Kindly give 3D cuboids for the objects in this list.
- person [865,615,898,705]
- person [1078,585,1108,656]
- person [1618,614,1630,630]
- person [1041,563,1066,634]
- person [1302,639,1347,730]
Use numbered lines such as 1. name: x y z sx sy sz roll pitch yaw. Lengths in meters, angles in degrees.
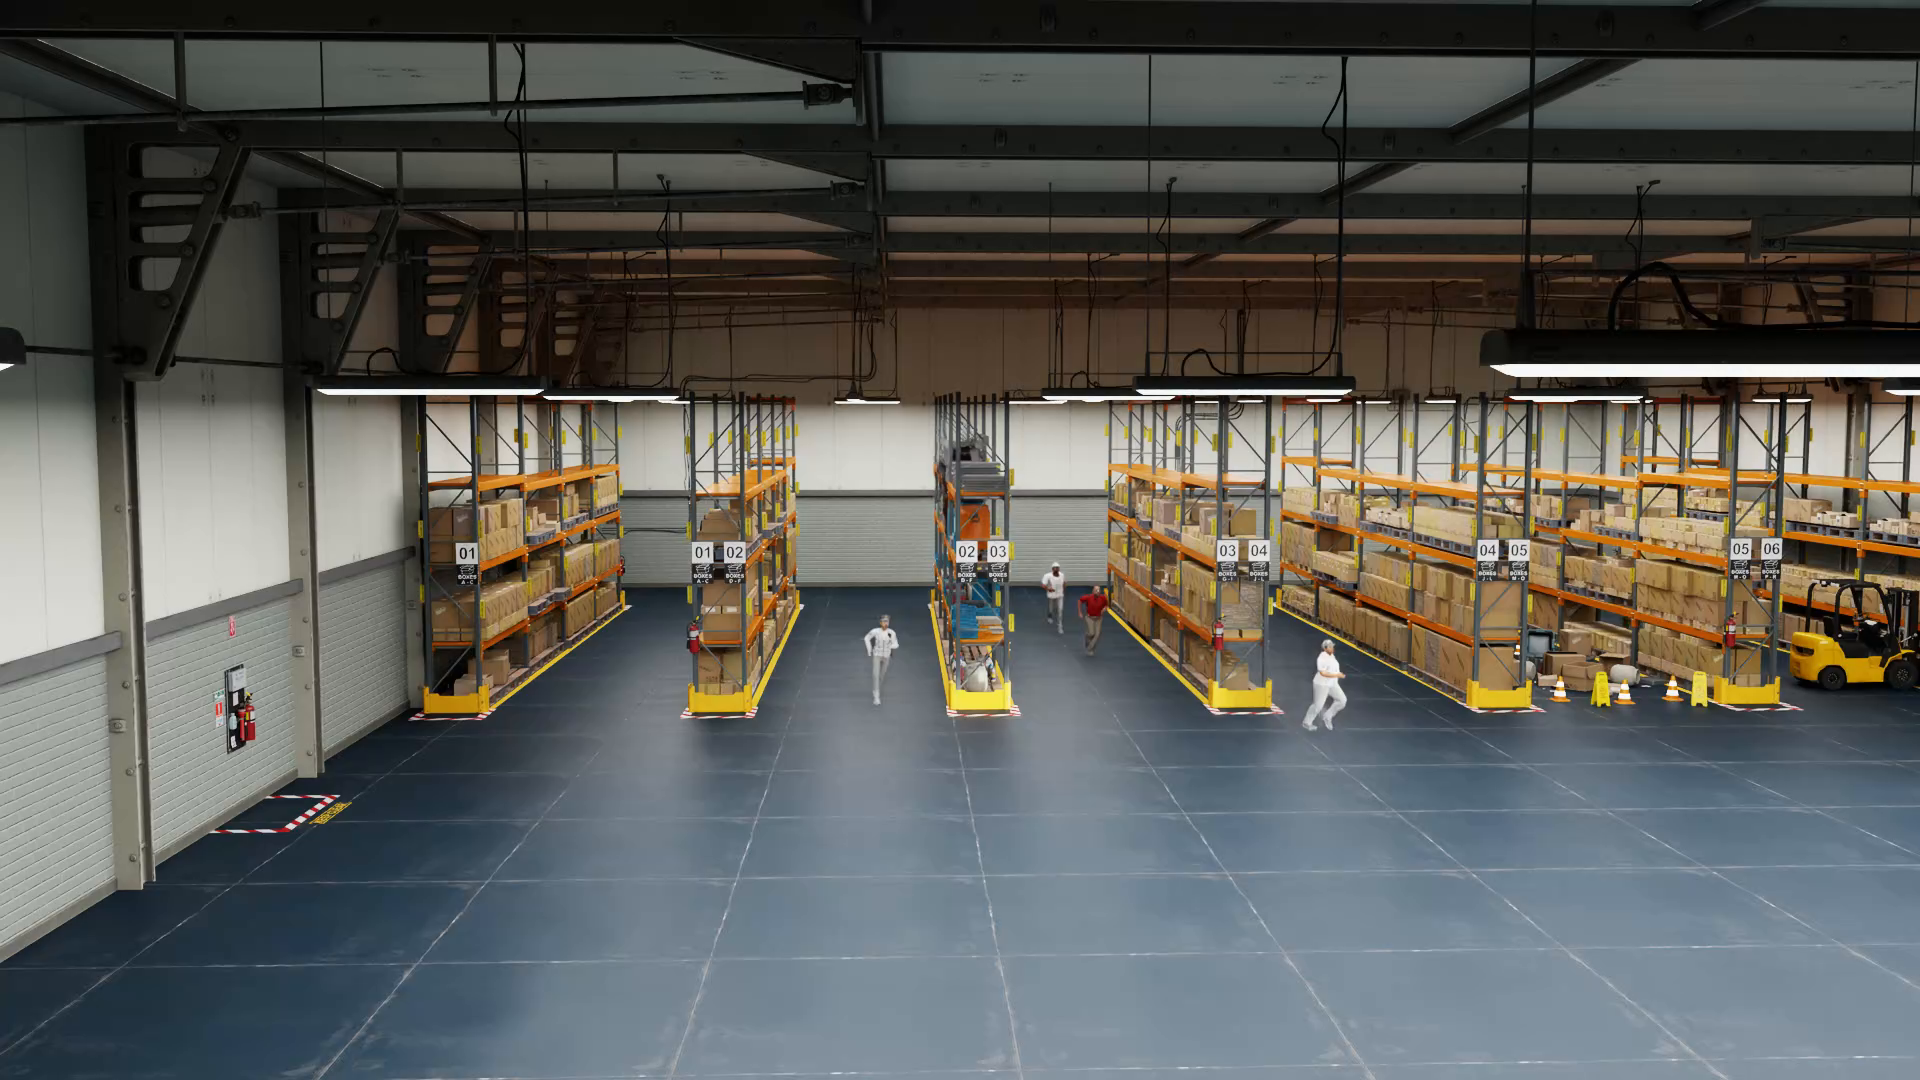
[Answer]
1. person: -1.507 2.280 32.259 0.627 1.685 0.932 -1 5 -14
2. person: 3.077 1.854 38.165 0.650 1.652 0.735 -1 5 -16
3. person: 17.094 1.427 42.799 0.654 1.744 0.532 -1 5 -9
4. person: 2.392 1.456 42.383 0.663 1.776 1.141 0 5 -6
5. person: 6.454 2.547 29.254 0.616 1.624 0.816 -5 6 -45
